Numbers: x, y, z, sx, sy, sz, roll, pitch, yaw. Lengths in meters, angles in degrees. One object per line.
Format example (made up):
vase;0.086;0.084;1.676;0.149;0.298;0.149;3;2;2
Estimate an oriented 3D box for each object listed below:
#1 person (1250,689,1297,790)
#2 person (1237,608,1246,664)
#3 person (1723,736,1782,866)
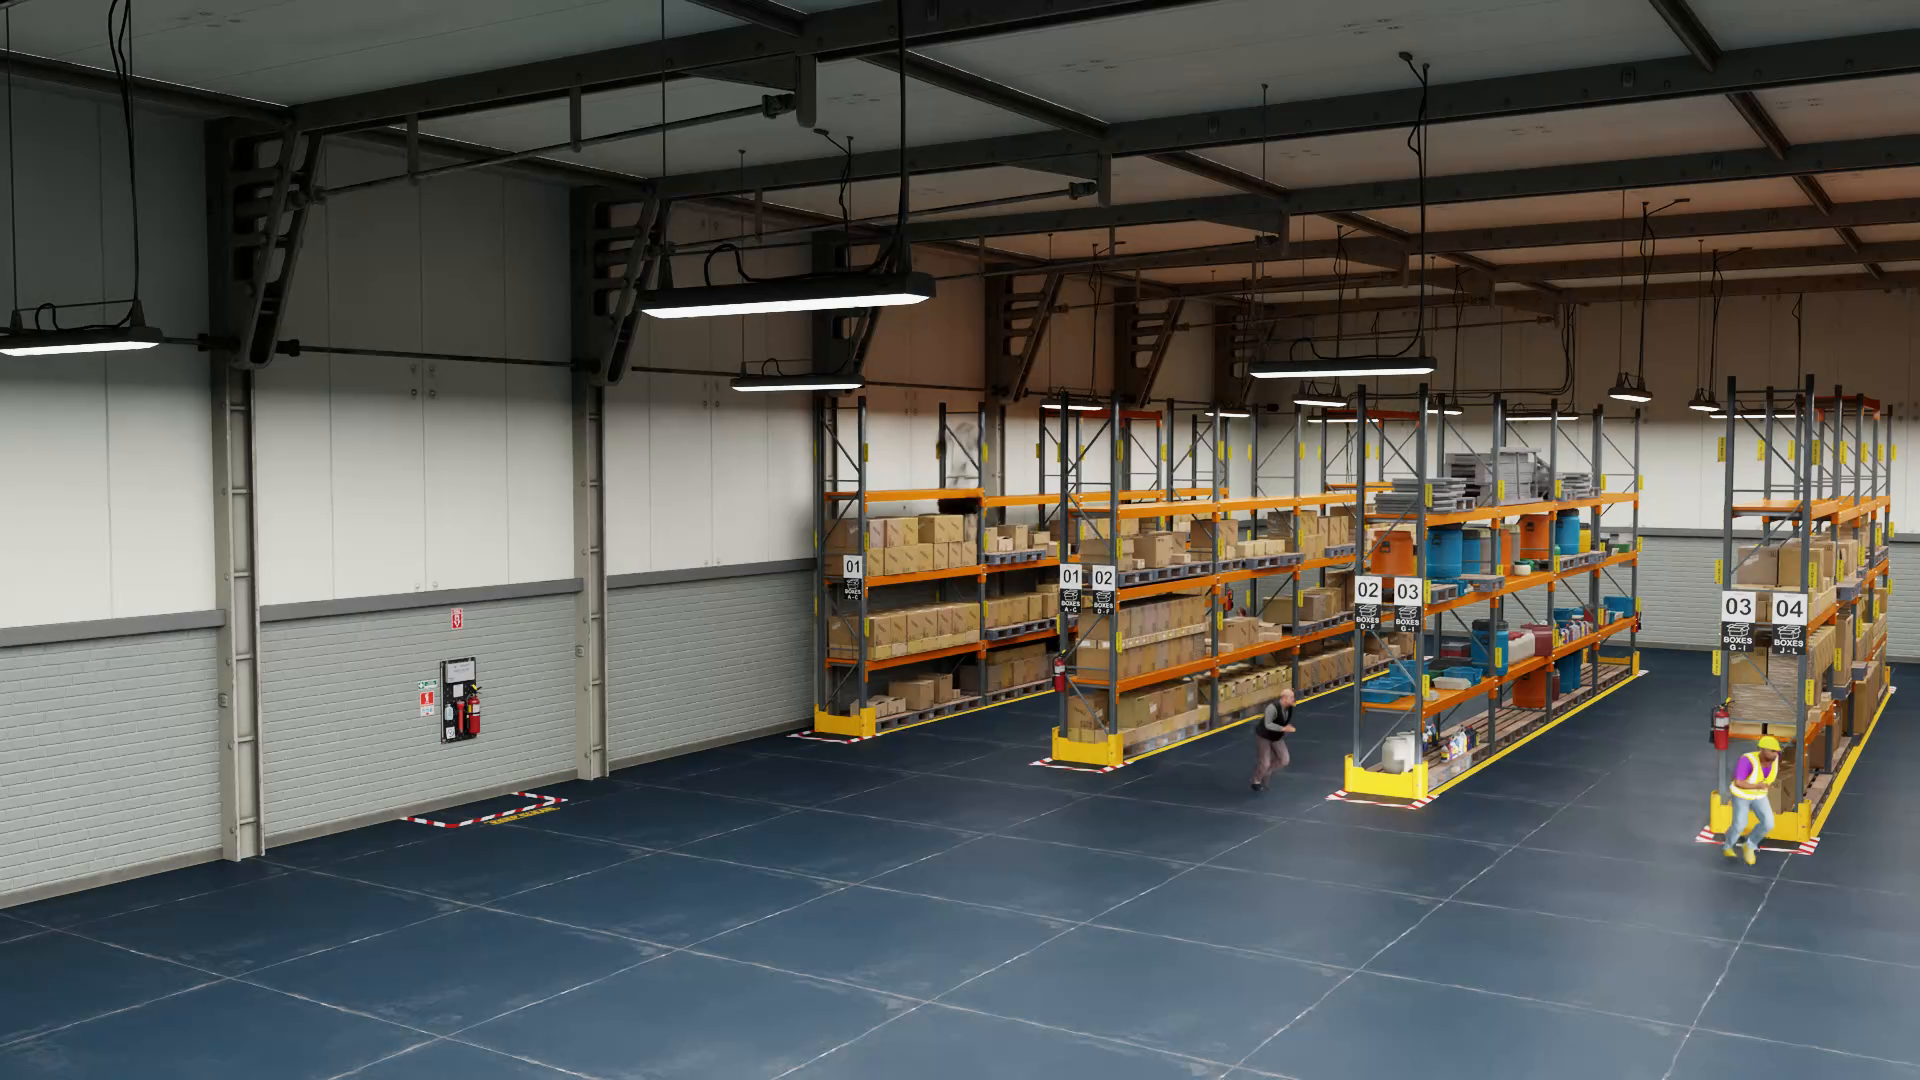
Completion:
person;4.661;2.935;24.472;0.687;1.551;0.887;-2;4;-39
person;6.162;2.289;36.438;0.508;1.604;0.667;2;4;37
person;9.615;3.136;20.111;0.734;1.632;0.937;-1;3;-12
